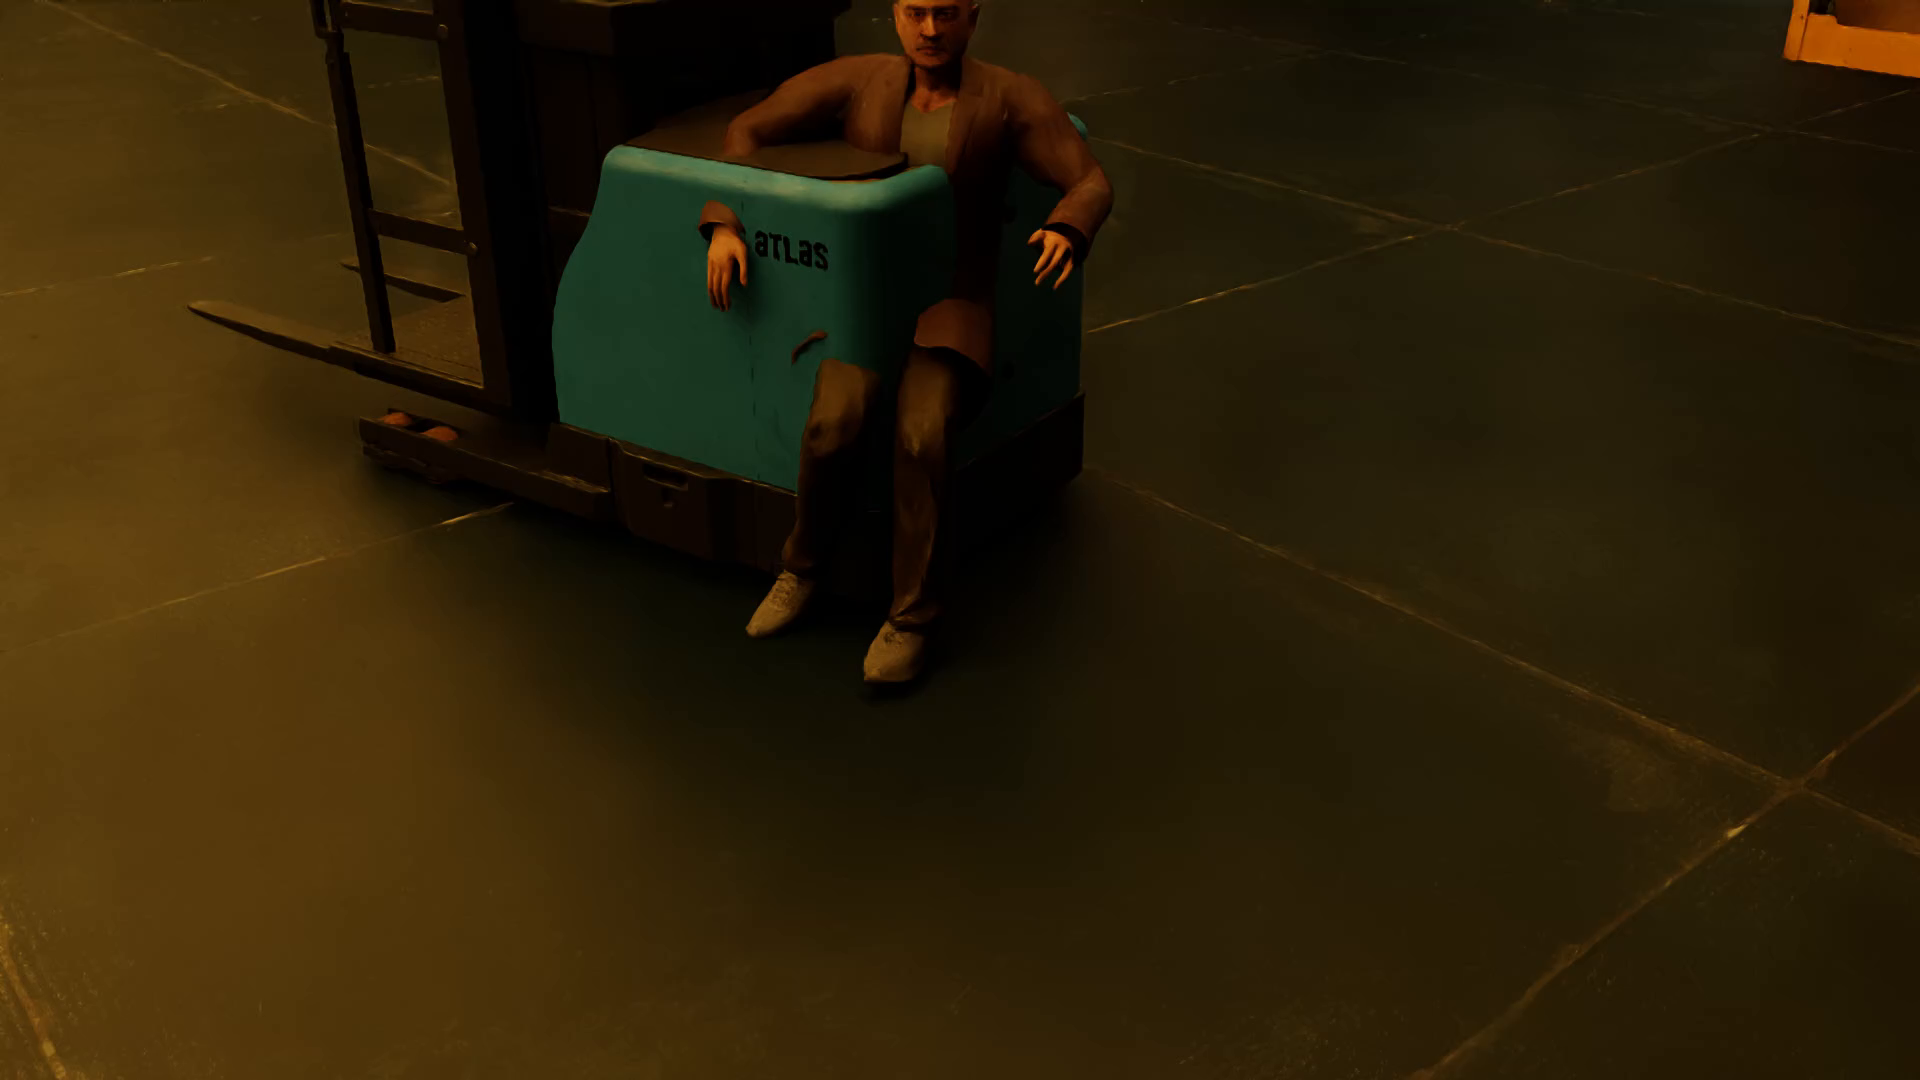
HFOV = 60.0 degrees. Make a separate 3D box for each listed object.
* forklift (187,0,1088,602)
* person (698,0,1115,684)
[{"bbox_3d":[-1.159,-1.651,4.531,3.031,2.935,1.130,17,31,30],"label":"forklift"},{"bbox_3d":[-0.120,-0.500,3.823,0.963,1.540,0.892,-1,26,-1],"label":"person"}]
